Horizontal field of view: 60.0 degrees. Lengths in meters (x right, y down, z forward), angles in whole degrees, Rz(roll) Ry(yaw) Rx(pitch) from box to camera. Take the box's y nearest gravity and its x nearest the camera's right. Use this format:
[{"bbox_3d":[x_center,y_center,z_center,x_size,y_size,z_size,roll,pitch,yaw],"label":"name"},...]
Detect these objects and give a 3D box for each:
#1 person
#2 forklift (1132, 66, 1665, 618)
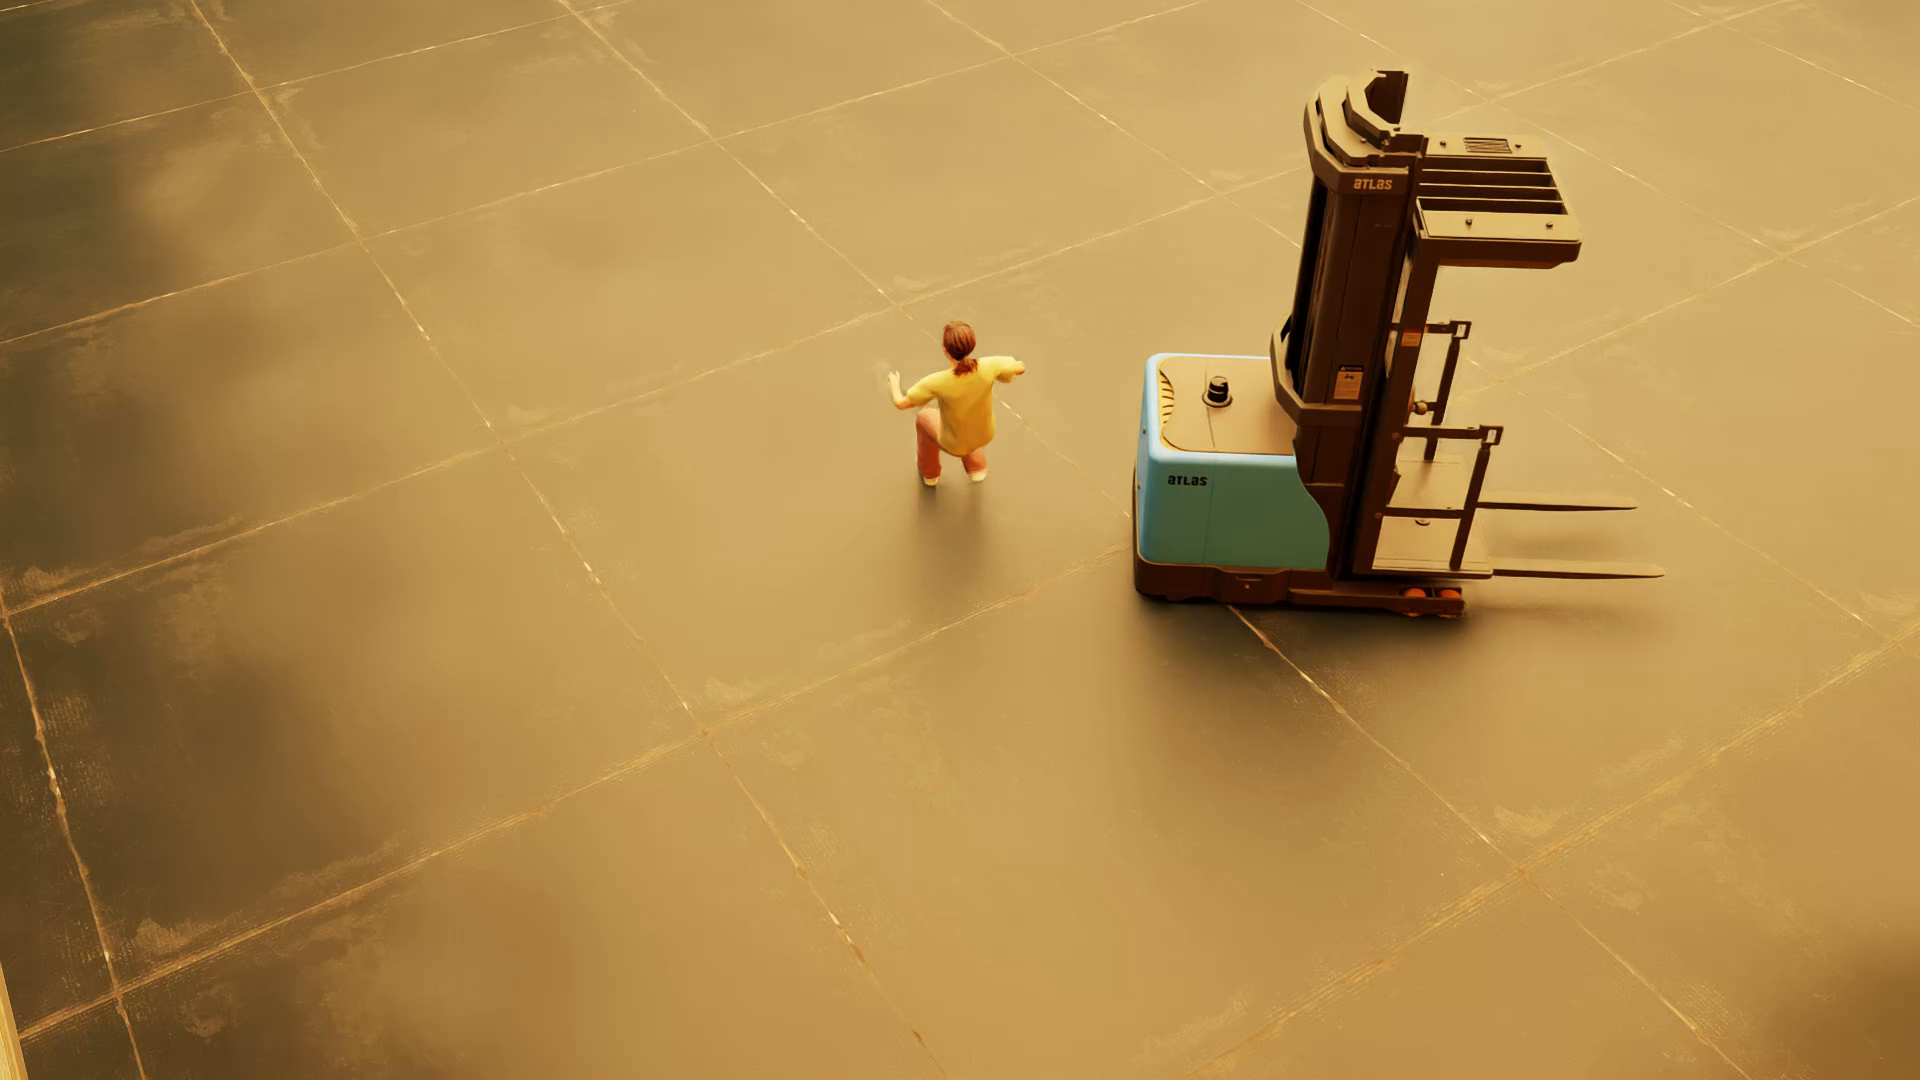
[{"bbox_3d":[-0.089,-0.807,9.886,0.800,1.436,0.836,-22,46,-23],"label":"person"},{"bbox_3d":[2.556,-1.018,9.036,3.031,2.935,1.130,2,41,3],"label":"forklift"}]
